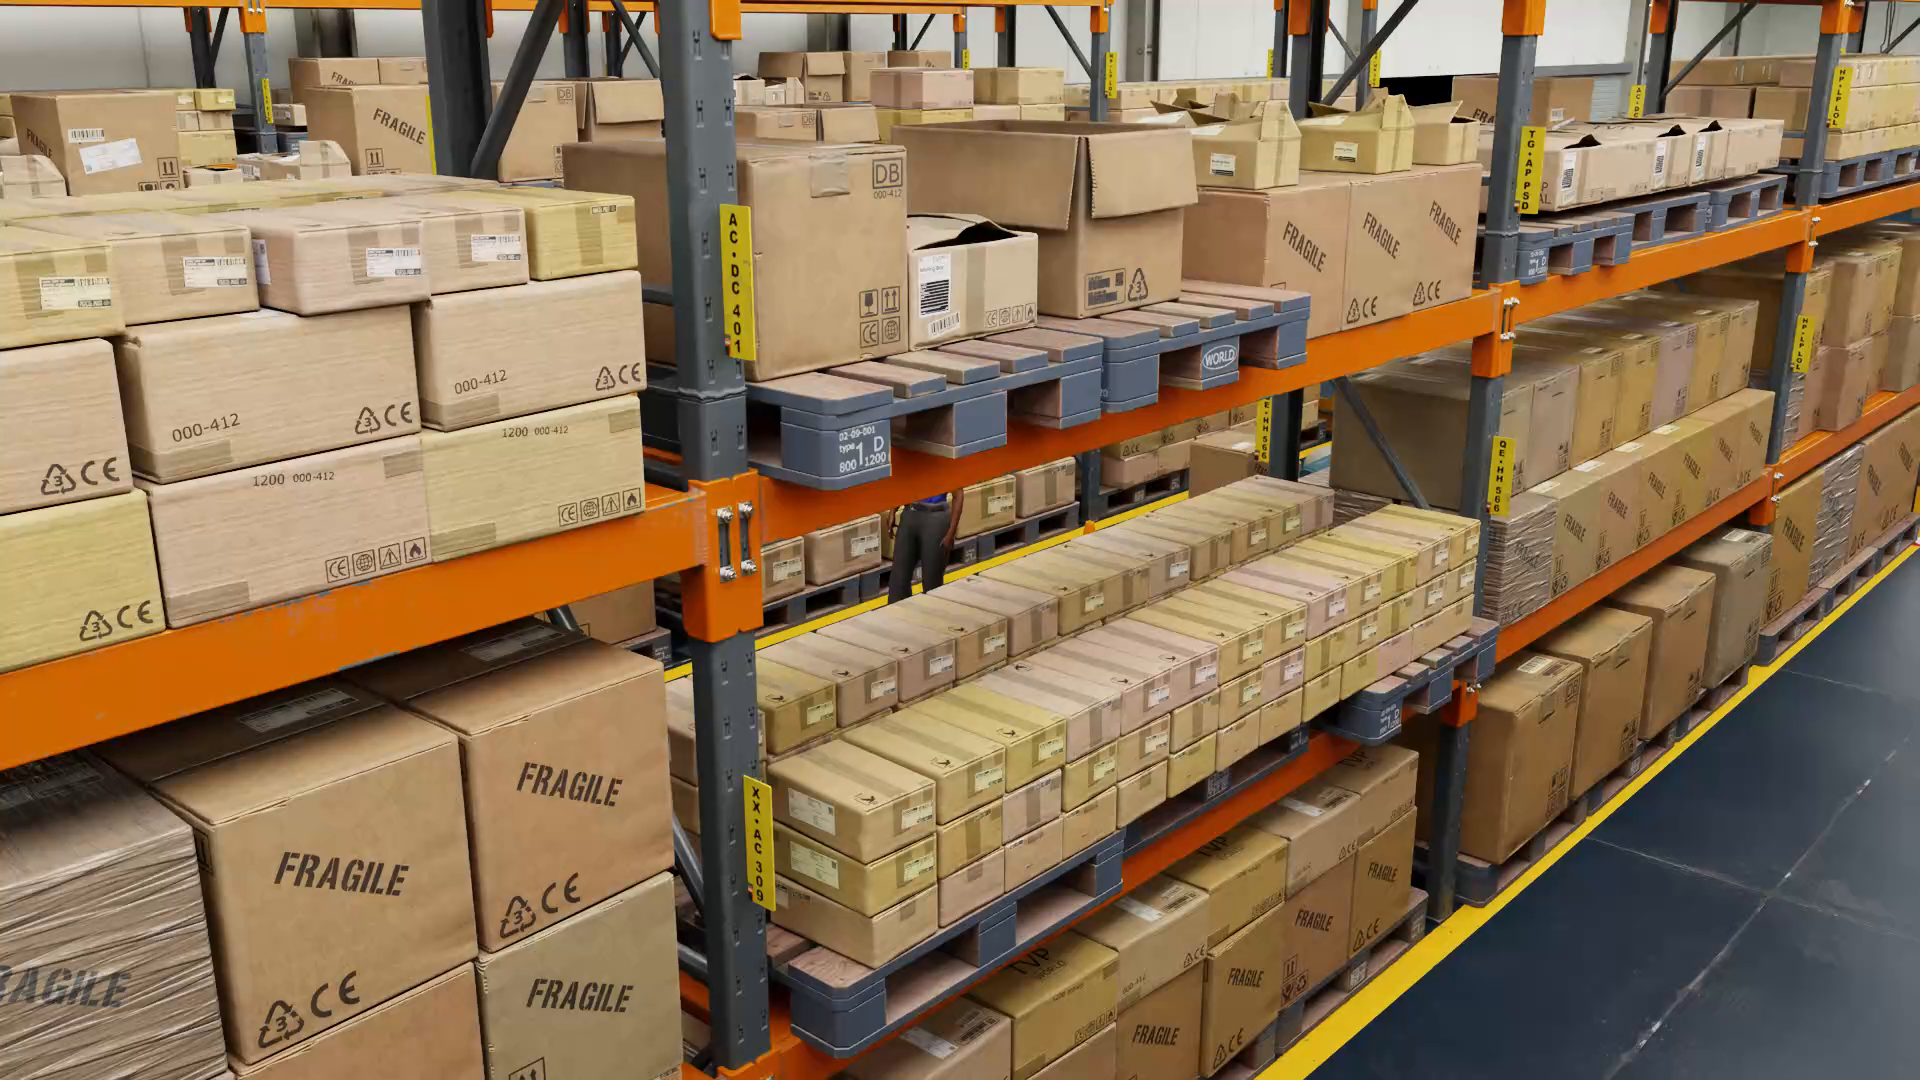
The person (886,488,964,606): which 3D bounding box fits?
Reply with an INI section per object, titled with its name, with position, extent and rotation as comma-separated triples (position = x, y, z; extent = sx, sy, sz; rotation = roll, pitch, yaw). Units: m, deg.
[person]
position = -0.274, -0.064, 10.231
extent = 0.569, 1.656, 0.503
rotation = 15, 22, 40
